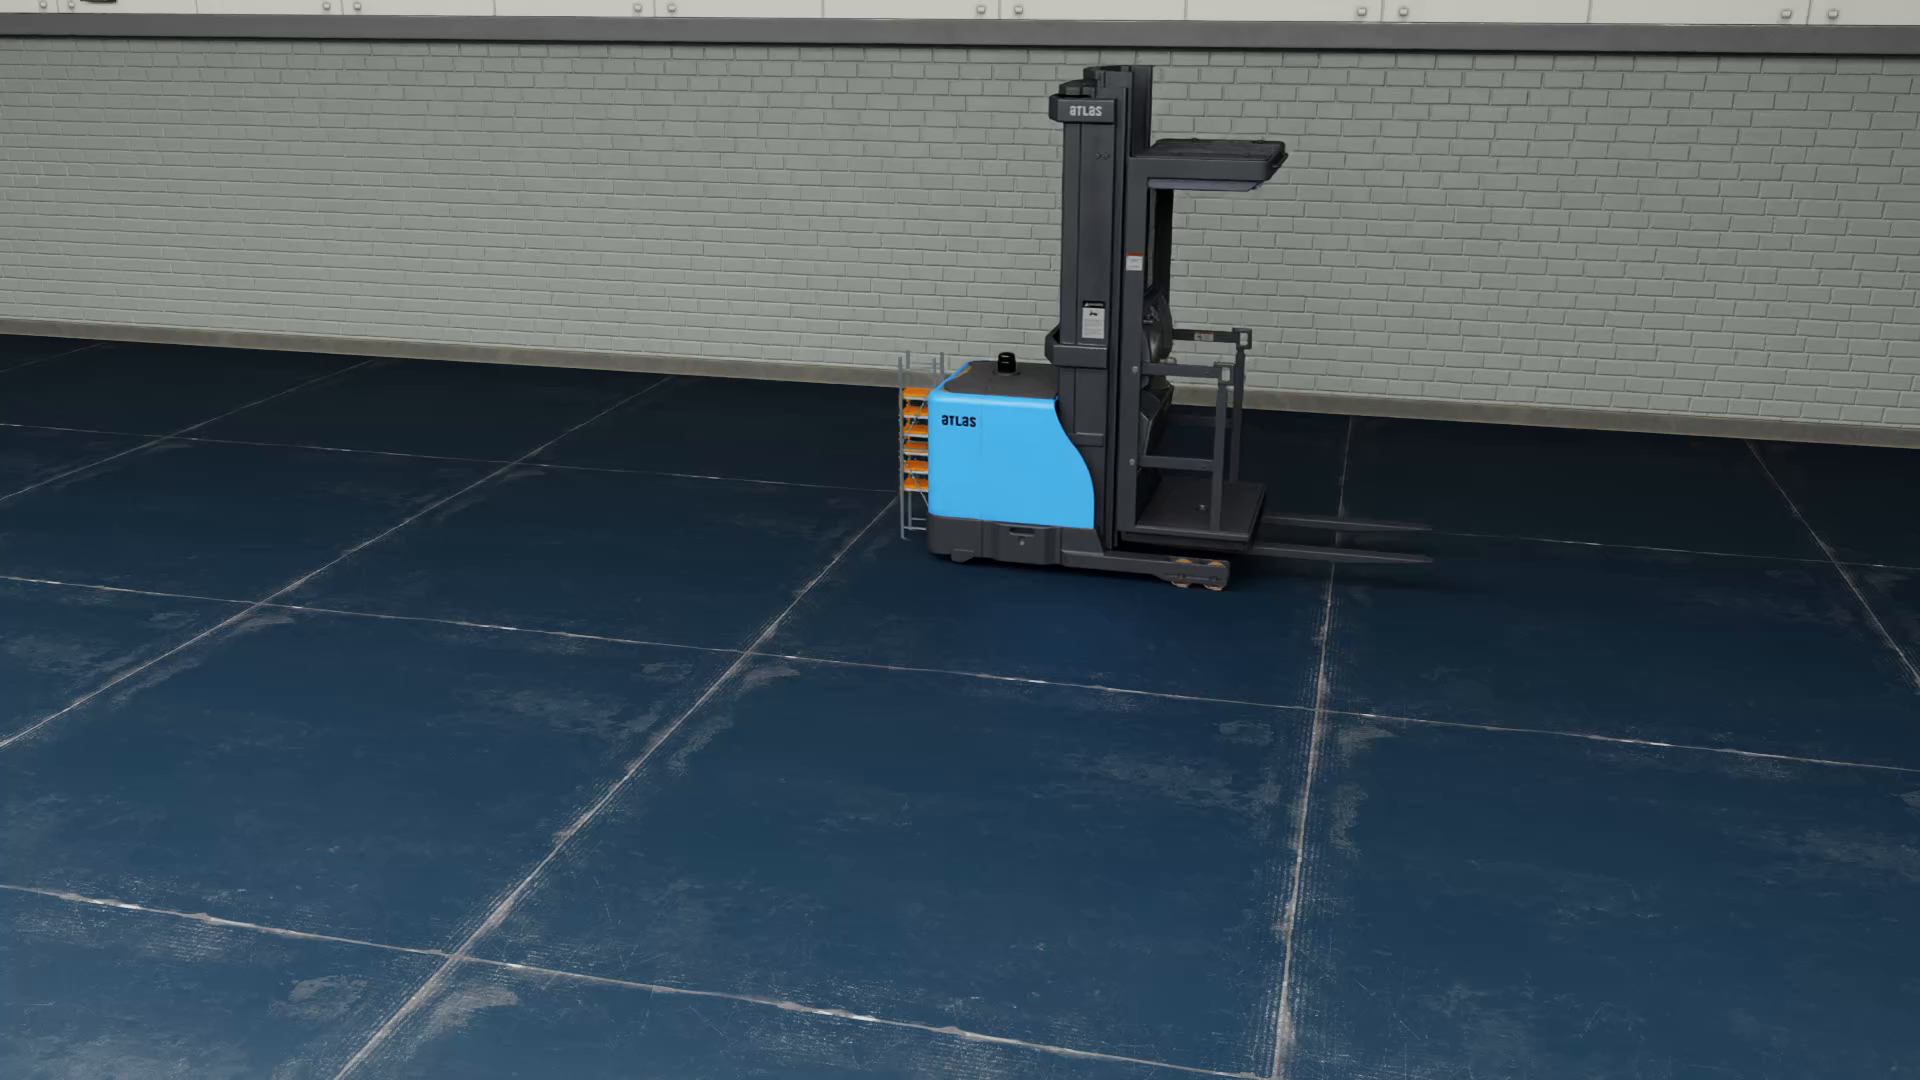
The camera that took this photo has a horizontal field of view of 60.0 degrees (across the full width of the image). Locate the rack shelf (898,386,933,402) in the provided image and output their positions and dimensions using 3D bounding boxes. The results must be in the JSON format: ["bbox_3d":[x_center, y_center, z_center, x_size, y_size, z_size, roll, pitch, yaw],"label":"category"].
[{"bbox_3d":[-0.241,-0.892,10.467,0.258,0.103,0.180,4,19,13],"label":"rack shelf"}]

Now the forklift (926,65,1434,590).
[{"bbox_3d":[1.366,-1.280,9.901,3.031,2.935,1.130,5,19,14],"label":"forklift"}]

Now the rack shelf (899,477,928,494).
[{"bbox_3d":[-0.241,-0.324,10.661,0.258,0.103,0.180,4,19,13],"label":"rack shelf"}]

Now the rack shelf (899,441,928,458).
[{"bbox_3d":[-0.241,-0.551,10.583,0.258,0.103,0.180,4,19,13],"label":"rack shelf"}]

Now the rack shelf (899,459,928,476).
[{"bbox_3d":[-0.241,-0.438,10.622,0.258,0.103,0.180,4,19,13],"label":"rack shelf"}]

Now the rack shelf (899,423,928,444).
[{"bbox_3d":[-0.241,-0.665,10.544,0.258,0.103,0.180,4,19,13],"label":"rack shelf"}]

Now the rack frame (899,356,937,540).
[{"bbox_3d":[-0.263,-0.565,10.485,0.240,1.200,0.006,4,19,13],"label":"rack frame"}]

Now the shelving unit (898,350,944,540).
[{"bbox_3d":[-0.241,-0.593,10.569,0.258,1.200,0.189,4,19,13],"label":"shelving unit"}]

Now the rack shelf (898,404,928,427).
[{"bbox_3d":[-0.241,-0.779,10.506,0.258,0.103,0.180,4,19,13],"label":"rack shelf"}]

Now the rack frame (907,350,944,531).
[{"bbox_3d":[-0.220,-0.622,10.653,0.240,1.200,0.006,4,19,13],"label":"rack frame"}]
